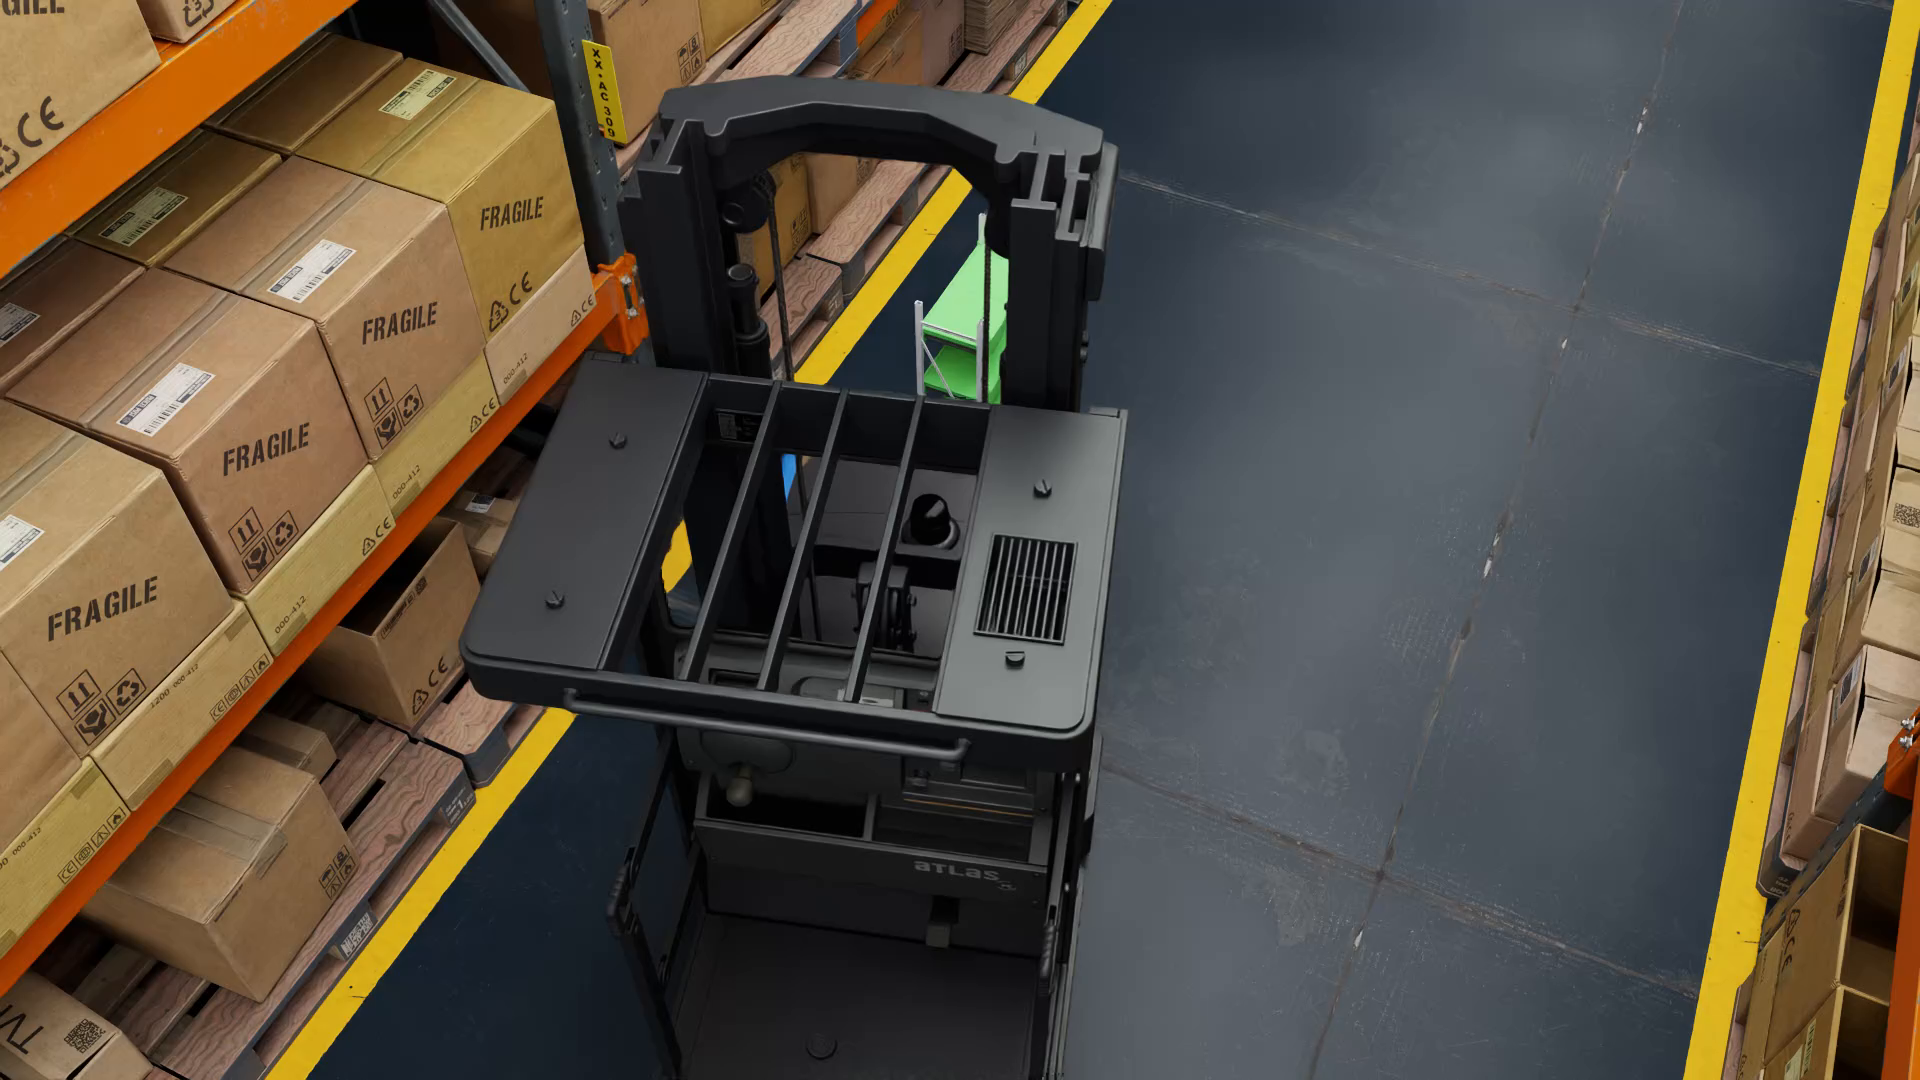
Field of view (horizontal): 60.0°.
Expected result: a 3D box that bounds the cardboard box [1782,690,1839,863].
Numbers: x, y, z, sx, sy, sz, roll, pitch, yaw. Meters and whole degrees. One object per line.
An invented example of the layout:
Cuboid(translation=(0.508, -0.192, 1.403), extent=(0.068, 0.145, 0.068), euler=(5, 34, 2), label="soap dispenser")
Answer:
Cuboid(translation=(2.872, 0.799, 5.130), extent=(0.500, 0.250, 0.500), euler=(19, 52, 16), label="cardboard box")

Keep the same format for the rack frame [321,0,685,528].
Cuboid(translation=(-1.524, -1.185, 5.289), extent=(1.000, 3.000, 0.127), euler=(20, 52, 16), label="rack frame")

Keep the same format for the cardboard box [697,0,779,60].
Cuboid(translation=(-1.030, -2.082, 5.698), extent=(0.700, 0.500, 0.500), euler=(25, 54, 20), label="cardboard box")

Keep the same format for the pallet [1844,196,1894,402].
Cuboid(translation=(4.279, -0.873, 6.854), extent=(1.003, 0.211, 1.213), euler=(20, 52, 16), label="pallet")

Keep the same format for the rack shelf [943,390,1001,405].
Cuboid(translation=(0.071, -0.461, 5.939), extent=(0.258, 0.148, 0.480), euler=(20, 52, 16), label="rack shelf")

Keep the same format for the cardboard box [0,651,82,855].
Cuboid(translation=(-2.310, 0.446, 3.494), extent=(0.500, 0.500, 0.500), euler=(18, 52, 15), label="cardboard box")

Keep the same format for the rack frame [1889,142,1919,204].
Cuboid(translation=(4.666, -2.331, 6.263), extent=(1.000, 3.000, 0.127), euler=(20, 52, 16), label="rack frame")

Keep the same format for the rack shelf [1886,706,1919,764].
Cuboid(translation=(3.811, -0.720, 5.366), extent=(1.077, 0.370, 4.000), euler=(20, 52, 16), label="rack shelf")

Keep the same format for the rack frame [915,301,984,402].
Cuboid(translation=(-0.034, -0.335, 5.747), extent=(0.240, 1.200, 0.015), euler=(20, 52, 16), label="rack frame")

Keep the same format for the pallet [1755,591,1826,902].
Cuboid(translation=(3.236, 0.807, 5.424), extent=(1.003, 0.211, 1.213), euler=(20, 52, 16), label="pallet")

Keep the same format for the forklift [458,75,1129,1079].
Cuboid(translation=(-0.256, 0.583, 3.829), extent=(1.130, 2.935, 3.031), euler=(7, 50, 6), label="forklift")

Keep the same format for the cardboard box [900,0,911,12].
Cuboid(translation=(-0.375, -2.630, 7.379), extent=(0.500, 0.250, 0.500), euler=(21, 53, 17), label="cardboard box")

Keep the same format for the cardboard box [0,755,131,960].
Cuboid(translation=(-2.305, 0.667, 3.798), extent=(0.500, 0.250, 0.500), euler=(19, 52, 16), label="cardboard box")

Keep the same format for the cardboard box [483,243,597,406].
Cuboid(translation=(-1.452, -0.718, 4.977), extent=(0.500, 0.250, 0.500), euler=(20, 52, 16), label="cardboard box")

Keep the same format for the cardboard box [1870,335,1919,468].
Cuboid(translation=(3.521, -0.423, 5.802), extent=(0.500, 0.311, 0.500), euler=(19, 52, 16), label="cardboard box")

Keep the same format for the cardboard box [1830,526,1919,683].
Cuboid(translation=(3.087, 0.265, 5.217), extent=(0.500, 0.311, 0.500), euler=(21, 53, 17), label="cardboard box")

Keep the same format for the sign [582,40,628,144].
Cuboid(translation=(-1.030, -1.295, 4.814), extent=(0.100, 0.325, 0.005), euler=(20, 52, 16), label="sign")

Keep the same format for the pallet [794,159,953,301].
Cuboid(translation=(-0.672, -1.661, 7.525), extent=(1.003, 0.211, 1.213), euler=(20, 52, 16), label="pallet")

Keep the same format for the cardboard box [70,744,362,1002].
Cuboid(translation=(-2.253, 0.908, 4.860), extent=(0.700, 0.500, 0.500), euler=(17, 52, 14), label="cardboard box")

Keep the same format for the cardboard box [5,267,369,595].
Cuboid(translation=(-1.879, -0.271, 4.104), extent=(0.500, 0.500, 0.500), euler=(18, 52, 15), label="cardboard box")

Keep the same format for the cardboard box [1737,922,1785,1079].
Cuboid(translation=(2.485, 1.400, 4.619), extent=(0.500, 0.250, 0.500), euler=(20, 52, 16), label="cardboard box")

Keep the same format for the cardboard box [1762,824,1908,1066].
Cuboid(translation=(2.476, 1.153, 4.336), extent=(0.500, 0.500, 0.500), euler=(20, 52, 16), label="cardboard box")

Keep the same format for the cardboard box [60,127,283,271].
Cuboid(translation=(-2.138, -0.776, 4.533), extent=(0.500, 0.500, 0.500), euler=(20, 52, 16), label="cardboard box")

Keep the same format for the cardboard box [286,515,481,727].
Cuboid(translation=(-1.931, 0.210, 5.454), extent=(0.500, 0.500, 0.500), euler=(16, 52, 13), label="cardboard box")

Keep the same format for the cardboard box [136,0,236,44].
Cuboid(translation=(-1.743, -1.424, 3.444), extent=(0.500, 0.500, 0.500), euler=(16, 51, 13), label="cardboard box")

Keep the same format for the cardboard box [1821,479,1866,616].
Cuboid(translation=(3.308, 0.099, 5.726), extent=(0.500, 0.250, 0.500), euler=(21, 53, 17), label="cardboard box")

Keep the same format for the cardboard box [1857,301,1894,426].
Cuboid(translation=(3.746, -0.604, 6.324), extent=(0.500, 0.250, 0.500), euler=(19, 52, 15), label="cardboard box")

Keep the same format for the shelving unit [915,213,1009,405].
Cuboid(translation=(0.071, -0.503, 5.890), extent=(0.258, 1.200, 0.503), euler=(20, 52, 16), label="shelving unit")

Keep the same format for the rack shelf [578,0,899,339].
Cuboid(translation=(-0.669, -2.329, 6.735), extent=(1.077, 0.370, 4.000), euler=(20, 52, 16), label="rack shelf")

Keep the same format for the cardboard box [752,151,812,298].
Cuboid(translation=(-1.049, -1.402, 6.826), extent=(0.700, 0.500, 0.500), euler=(19, 52, 15), label="cardboard box")

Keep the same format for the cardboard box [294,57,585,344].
Cuboid(translation=(-1.446, -0.960, 4.690), extent=(0.500, 0.500, 0.500), euler=(20, 52, 16), label="cardboard box")

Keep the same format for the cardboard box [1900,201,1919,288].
Cuboid(translation=(3.960, -1.128, 6.401), extent=(0.500, 0.311, 0.500), euler=(19, 52, 15), label="cardboard box")

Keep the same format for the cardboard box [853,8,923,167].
Cuboid(translation=(-0.587, -2.091, 7.412), extent=(0.700, 0.500, 0.500), euler=(20, 52, 16), label="cardboard box")

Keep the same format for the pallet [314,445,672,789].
Cuboid(translation=(-1.778, 0.192, 5.948), extent=(1.003, 0.211, 1.213), euler=(20, 52, 16), label="pallet")

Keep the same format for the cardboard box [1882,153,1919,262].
Cuboid(translation=(4.177, -1.310, 6.925), extent=(0.500, 0.250, 0.500), euler=(20, 52, 16), label="cardboard box")

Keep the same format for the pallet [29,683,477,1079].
Cuboid(translation=(-2.298, 1.035, 5.230), extent=(1.003, 0.211, 1.213), euler=(20, 52, 16), label="pallet")

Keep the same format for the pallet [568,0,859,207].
Cuboid(translation=(-1.065, -1.602, 5.770), extent=(1.003, 0.211, 1.213), euler=(20, 52, 16), label="pallet")

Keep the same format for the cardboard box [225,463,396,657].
Cuboid(translation=(-1.873, -0.027, 4.388), extent=(0.500, 0.250, 0.500), euler=(20, 52, 16), label="cardboard box")

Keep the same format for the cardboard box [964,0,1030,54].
Cuboid(translation=(-0.075, -2.759, 7.981), extent=(0.700, 0.500, 0.500), euler=(20, 53, 17), label="cardboard box")
